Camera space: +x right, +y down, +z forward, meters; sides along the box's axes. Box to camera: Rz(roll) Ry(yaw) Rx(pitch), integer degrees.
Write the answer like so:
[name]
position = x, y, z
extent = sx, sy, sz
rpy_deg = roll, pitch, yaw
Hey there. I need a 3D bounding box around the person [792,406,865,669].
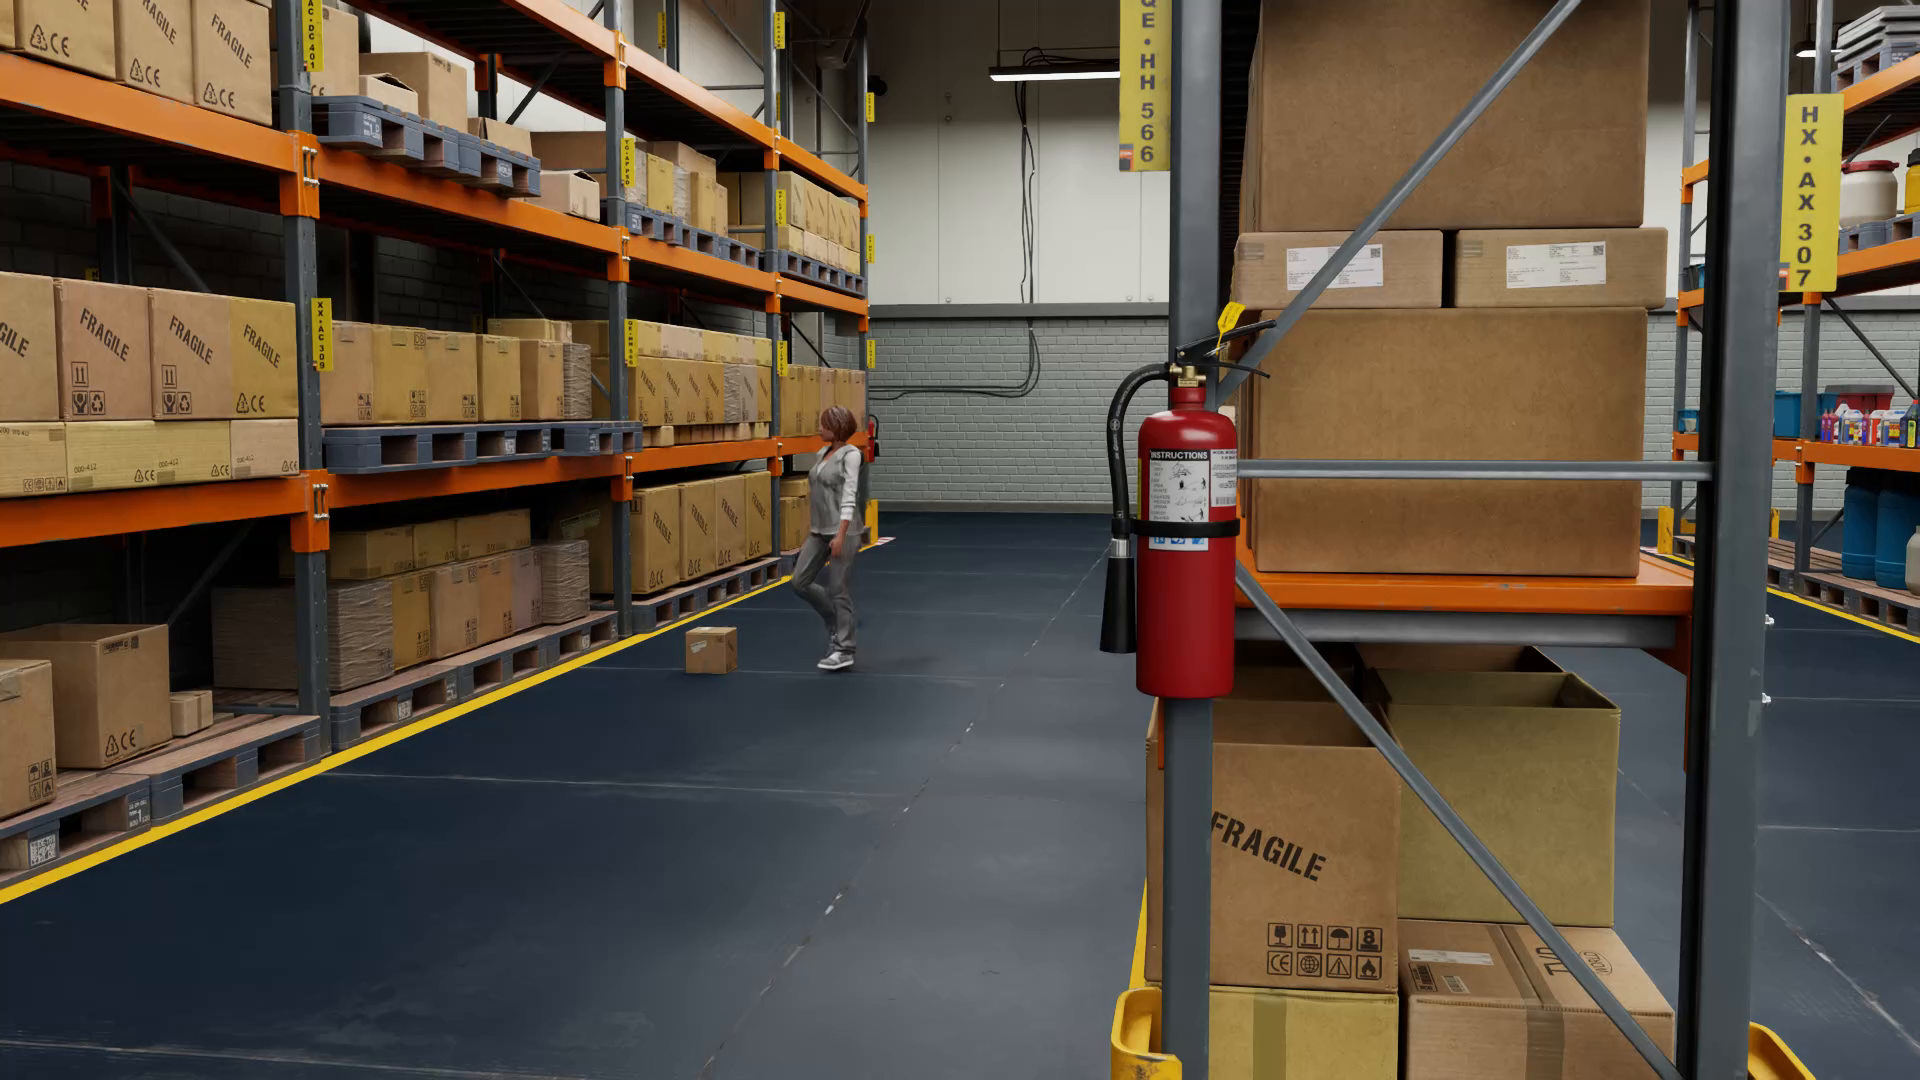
[person]
position = -0.775, -0.018, 10.107
extent = 0.427, 1.593, 0.424
rpy_deg = -4, 6, -43
